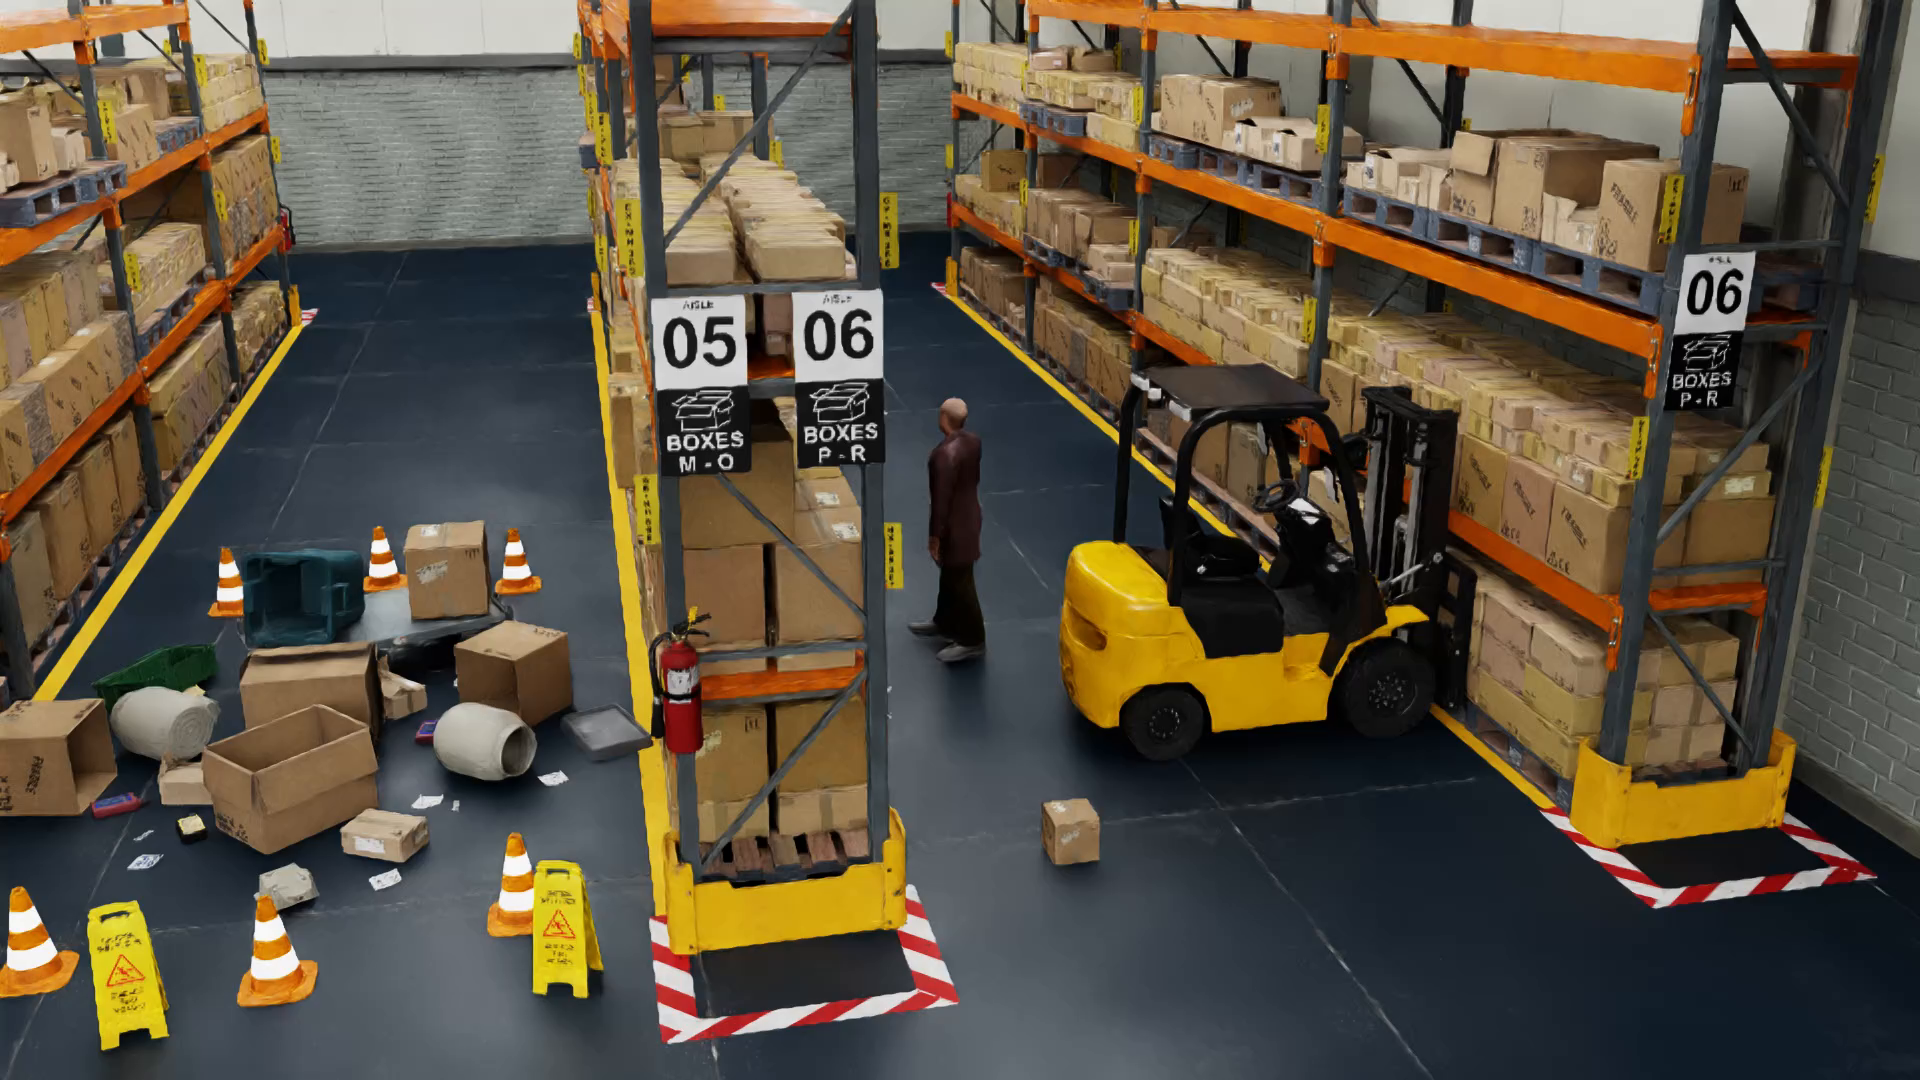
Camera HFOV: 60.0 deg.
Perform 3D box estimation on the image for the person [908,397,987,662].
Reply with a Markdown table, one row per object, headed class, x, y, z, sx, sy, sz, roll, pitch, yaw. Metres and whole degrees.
| class | x | y | z | sx | sy | sz | roll | pitch | yaw |
| --- | --- | --- | --- | --- | --- | --- | --- | --- | --- |
| person | -0.090 | -0.015 | 11.344 | 0.629 | 1.582 | 0.675 | 6 | 20 | 15 |
